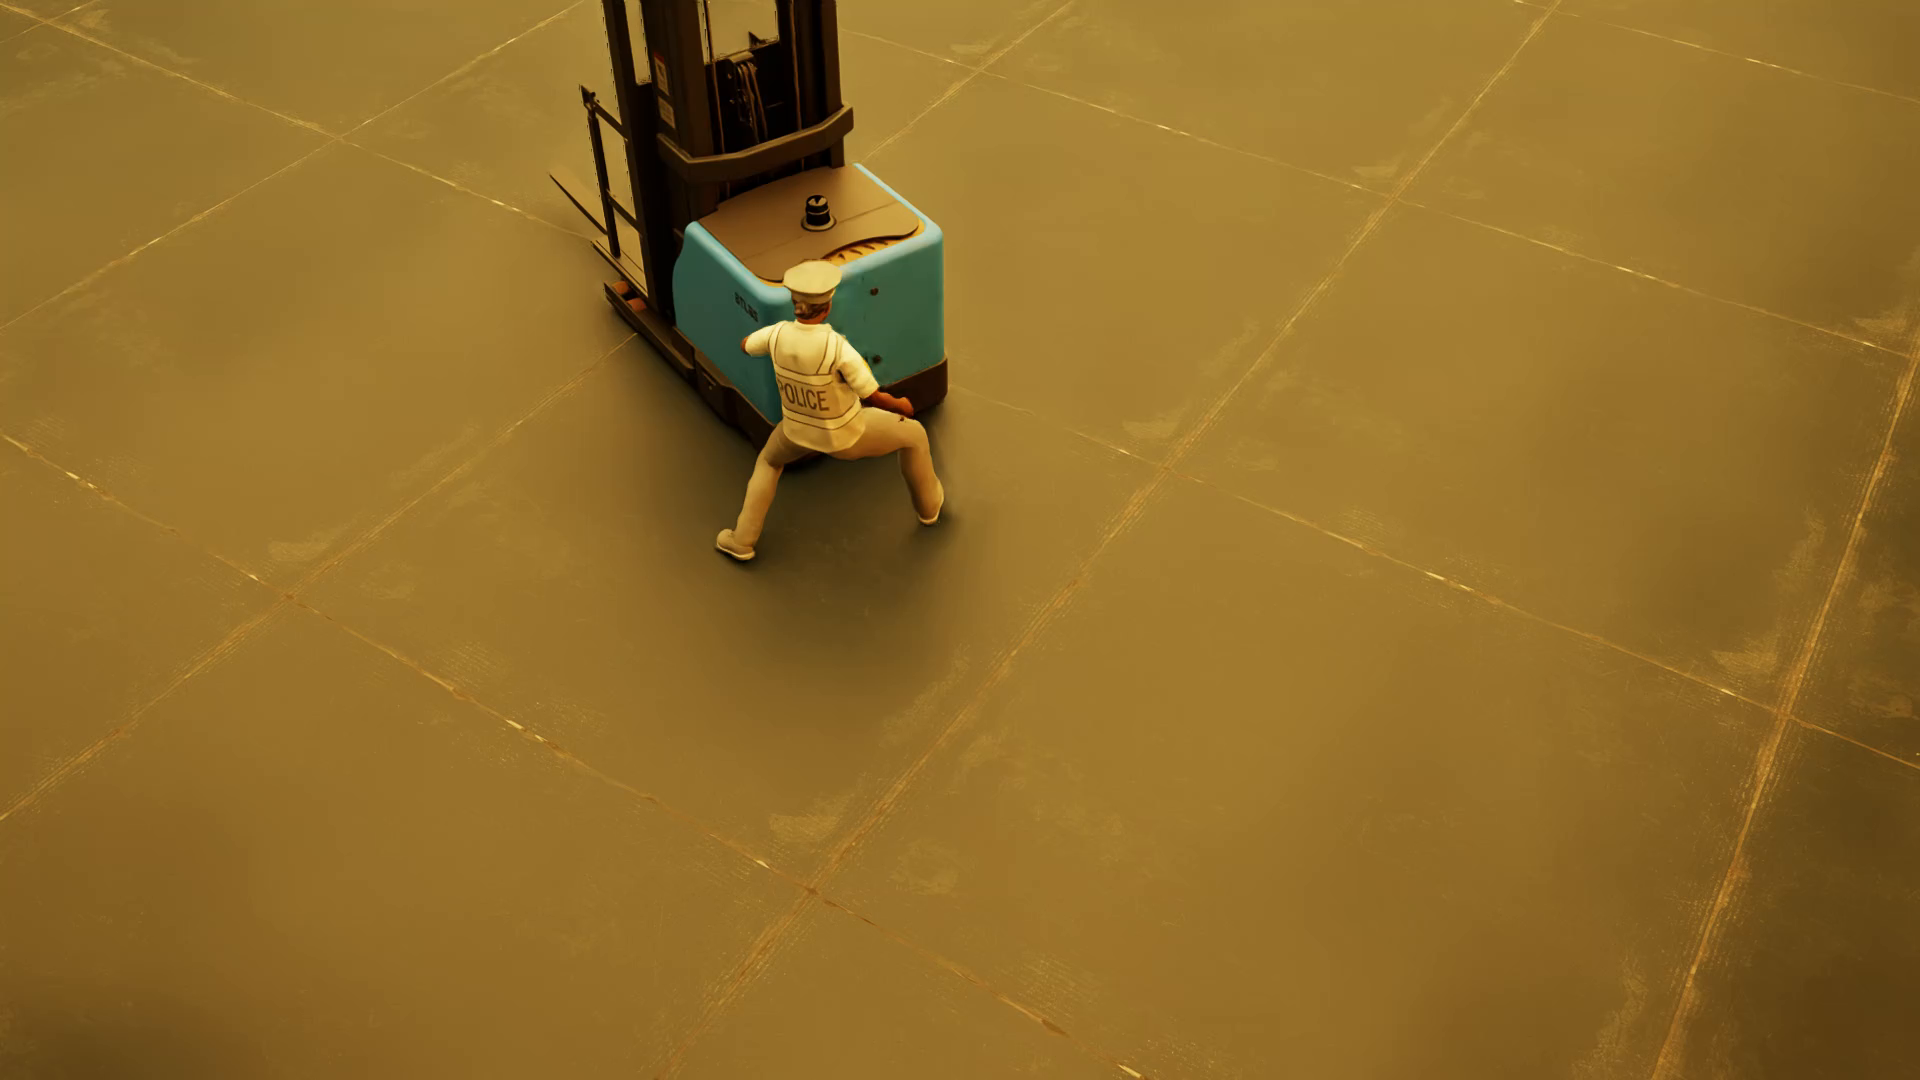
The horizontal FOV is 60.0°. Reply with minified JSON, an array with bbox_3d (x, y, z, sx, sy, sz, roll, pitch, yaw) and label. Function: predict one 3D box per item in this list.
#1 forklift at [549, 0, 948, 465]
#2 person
[{"bbox_3d":[-1.326,-2.412,8.393,1.130,2.935,3.031,-26,49,-25],"label":"forklift"},{"bbox_3d":[-0.617,-0.601,7.549,0.936,1.525,0.859,17,46,18],"label":"person"}]
